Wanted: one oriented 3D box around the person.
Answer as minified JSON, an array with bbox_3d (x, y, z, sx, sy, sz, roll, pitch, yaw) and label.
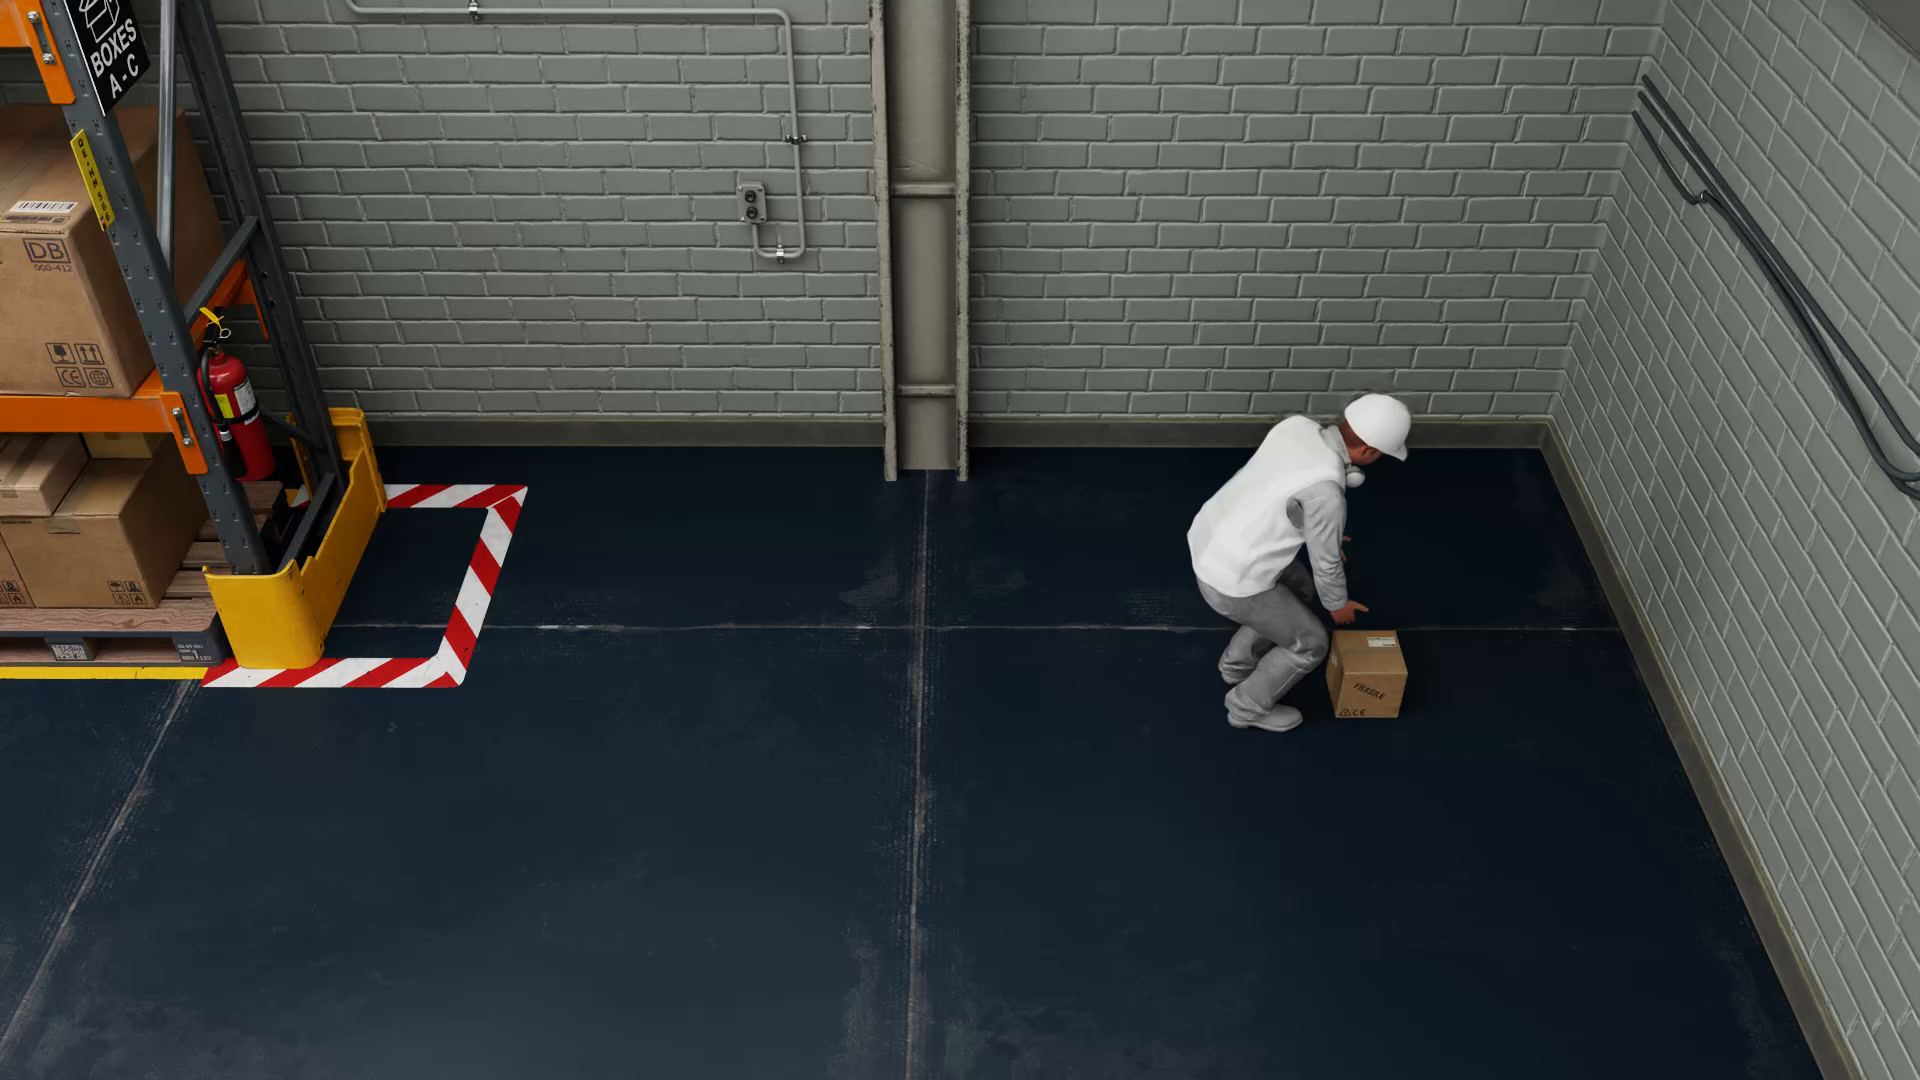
[{"bbox_3d":[1.241,0.060,6.322,0.753,1.449,0.591,0,39,0],"label":"person"}]
